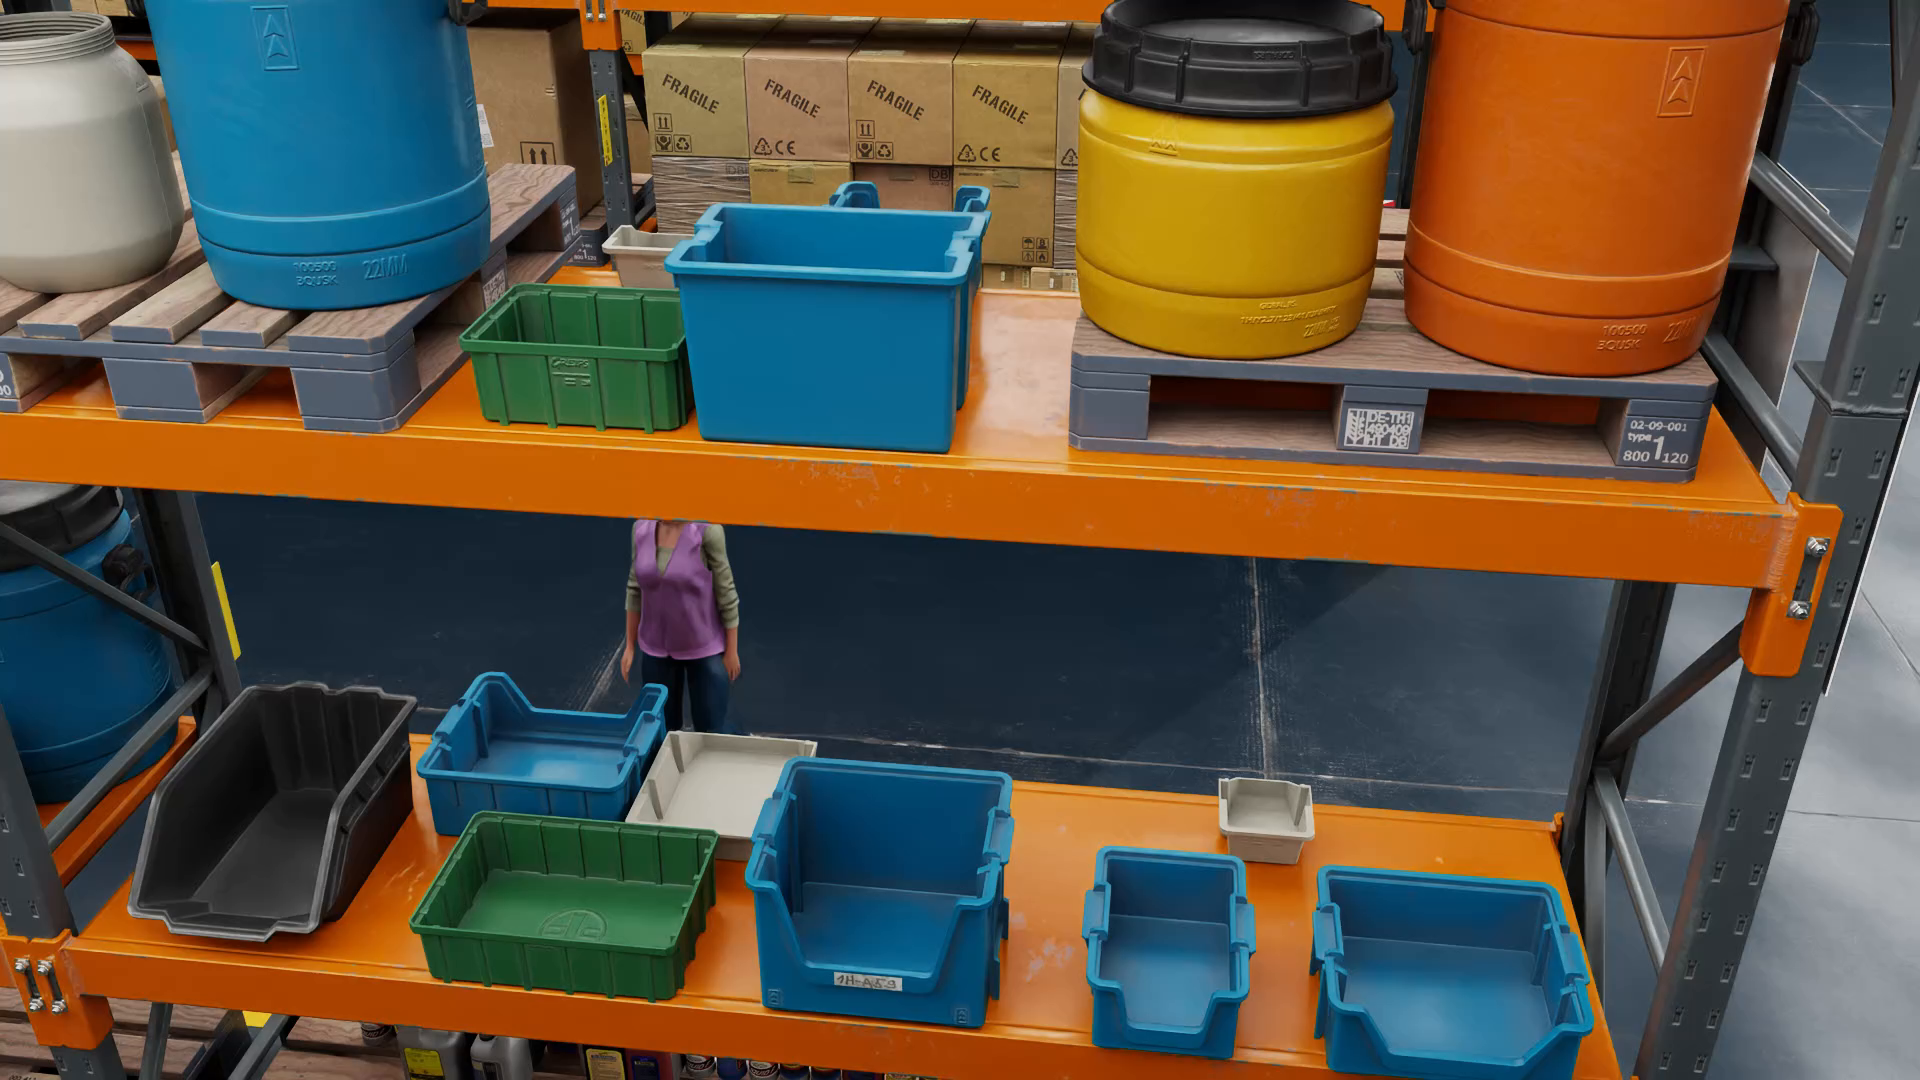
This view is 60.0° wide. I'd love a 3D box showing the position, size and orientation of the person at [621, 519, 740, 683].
[{"bbox_3d":[-1.072,0.436,6.331,0.447,1.586,0.595,8,30,14],"label":"person"}]
